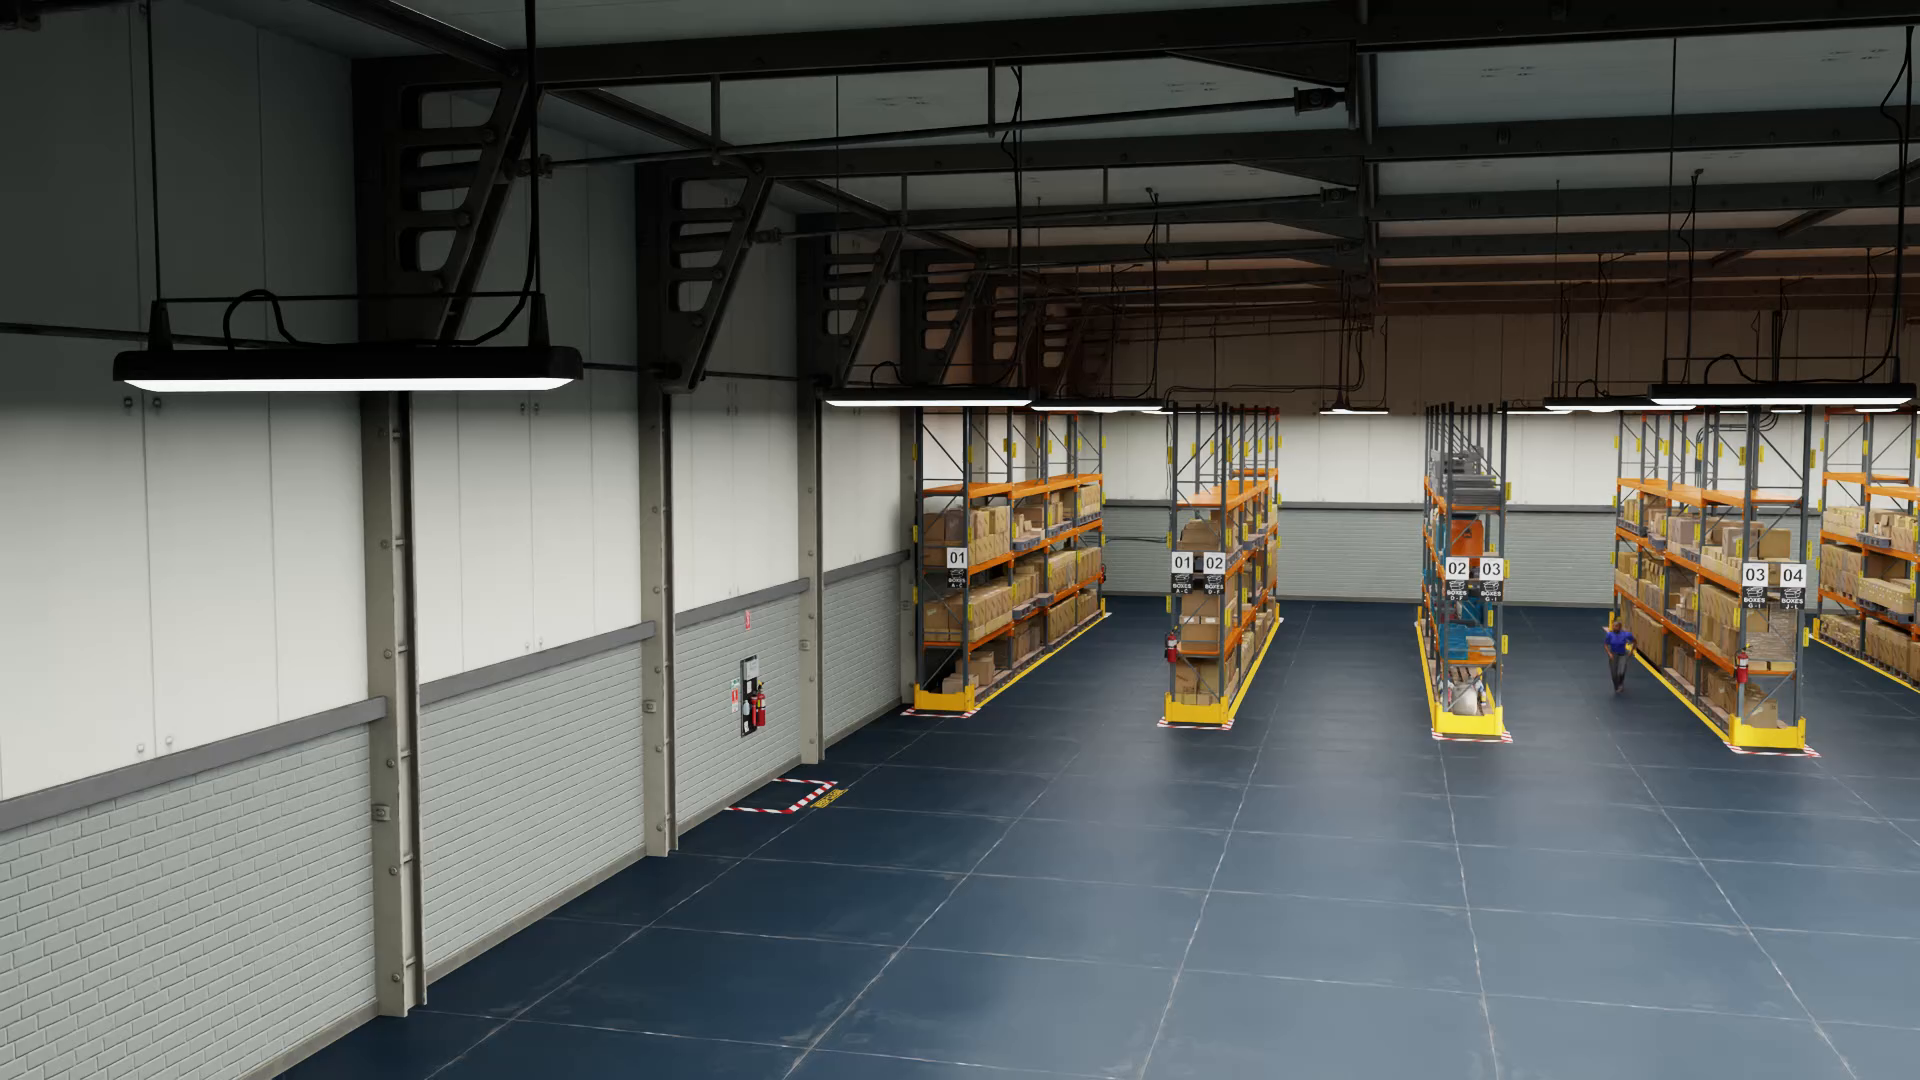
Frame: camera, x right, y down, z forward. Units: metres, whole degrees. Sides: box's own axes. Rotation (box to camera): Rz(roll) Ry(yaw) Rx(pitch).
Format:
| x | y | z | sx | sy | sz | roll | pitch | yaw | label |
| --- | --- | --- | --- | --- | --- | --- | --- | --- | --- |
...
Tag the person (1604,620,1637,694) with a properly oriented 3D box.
| x | y | z | sx | sy | sz | roll | pitch | yaw | label |
| --- | --- | --- | --- | --- | --- | --- | --- | --- | --- |
| 13.570 | 2.421 | 34.238 | 0.588 | 1.555 | 0.723 | 2 | 5 | 23 | person |
